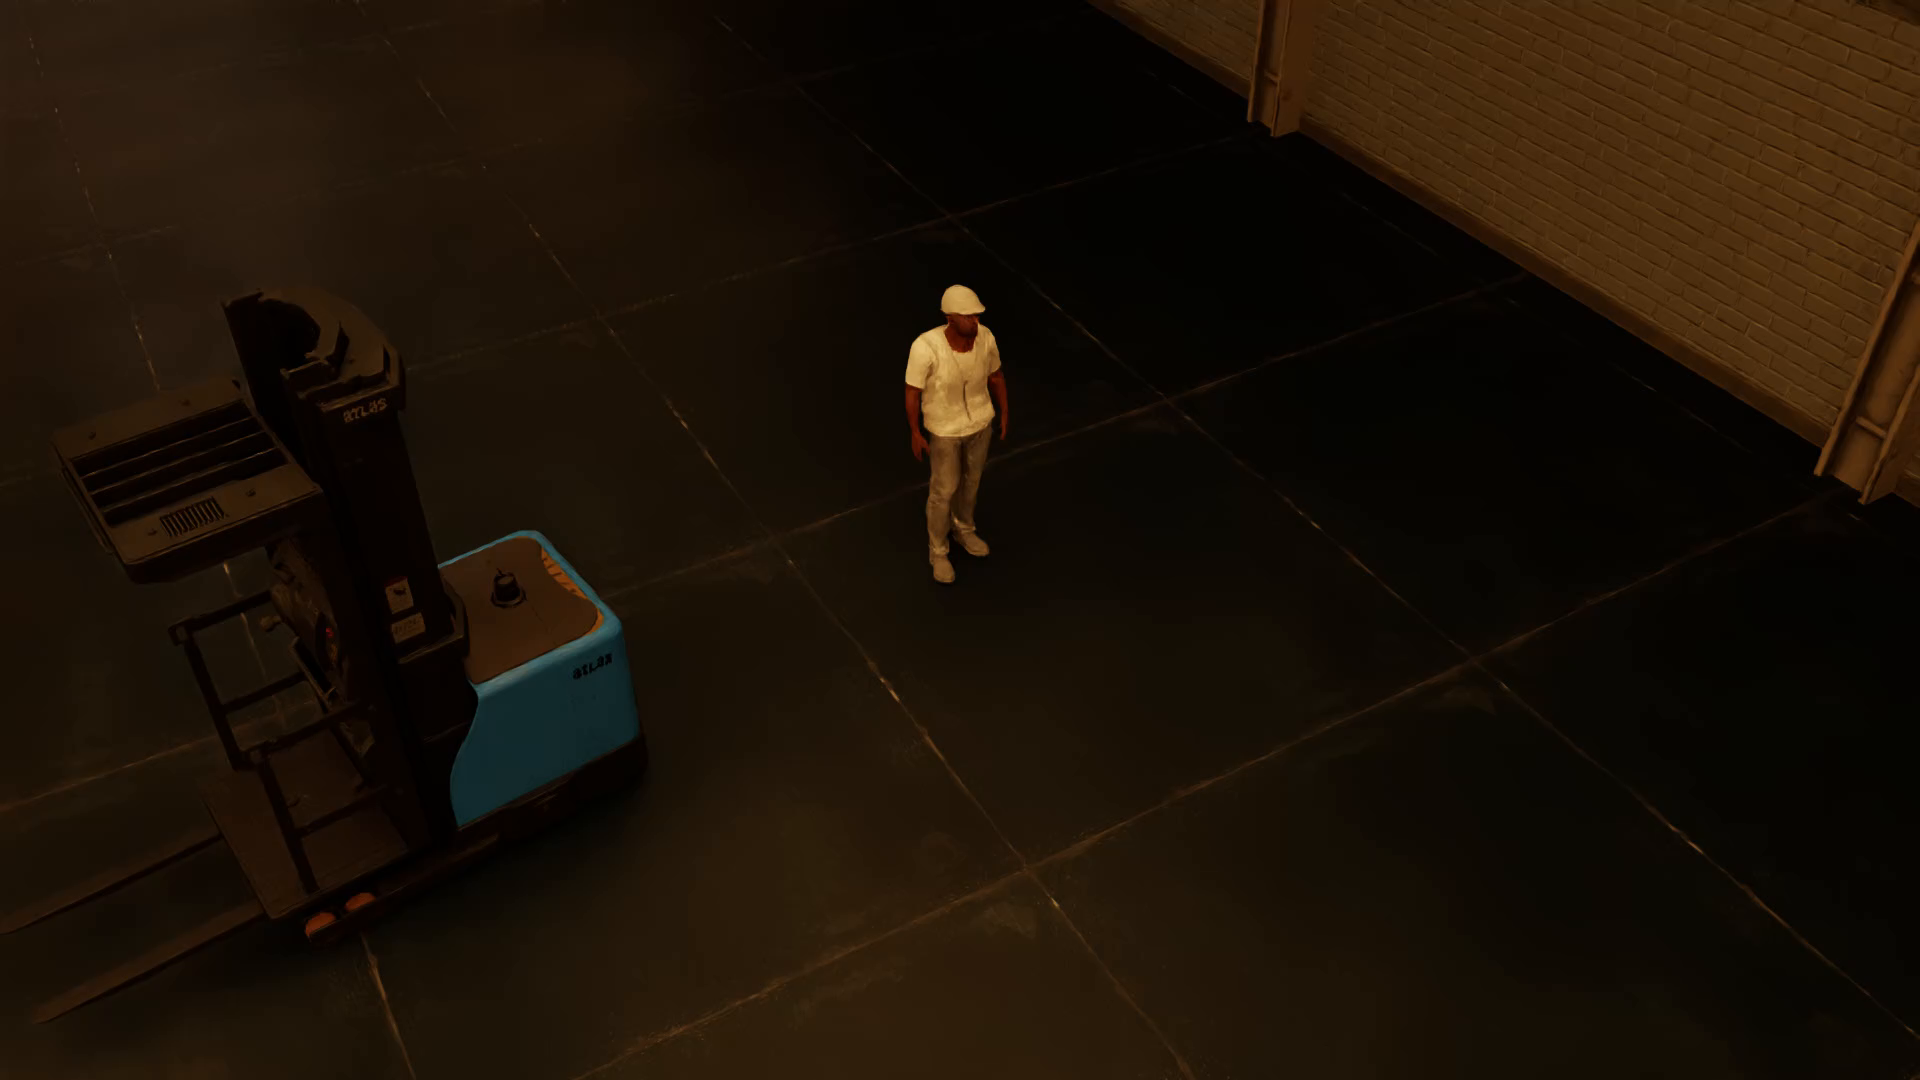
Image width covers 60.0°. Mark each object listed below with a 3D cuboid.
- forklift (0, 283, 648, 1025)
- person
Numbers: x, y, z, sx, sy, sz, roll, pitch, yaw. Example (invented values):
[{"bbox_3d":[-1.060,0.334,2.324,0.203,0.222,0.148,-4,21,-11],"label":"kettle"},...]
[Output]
[{"bbox_3d":[-3.127,0.437,7.509,3.031,2.935,1.130,-26,46,-28],"label":"forklift"},{"bbox_3d":[0.030,-0.642,9.717,0.665,1.760,0.575,-20,44,-23],"label":"person"}]
